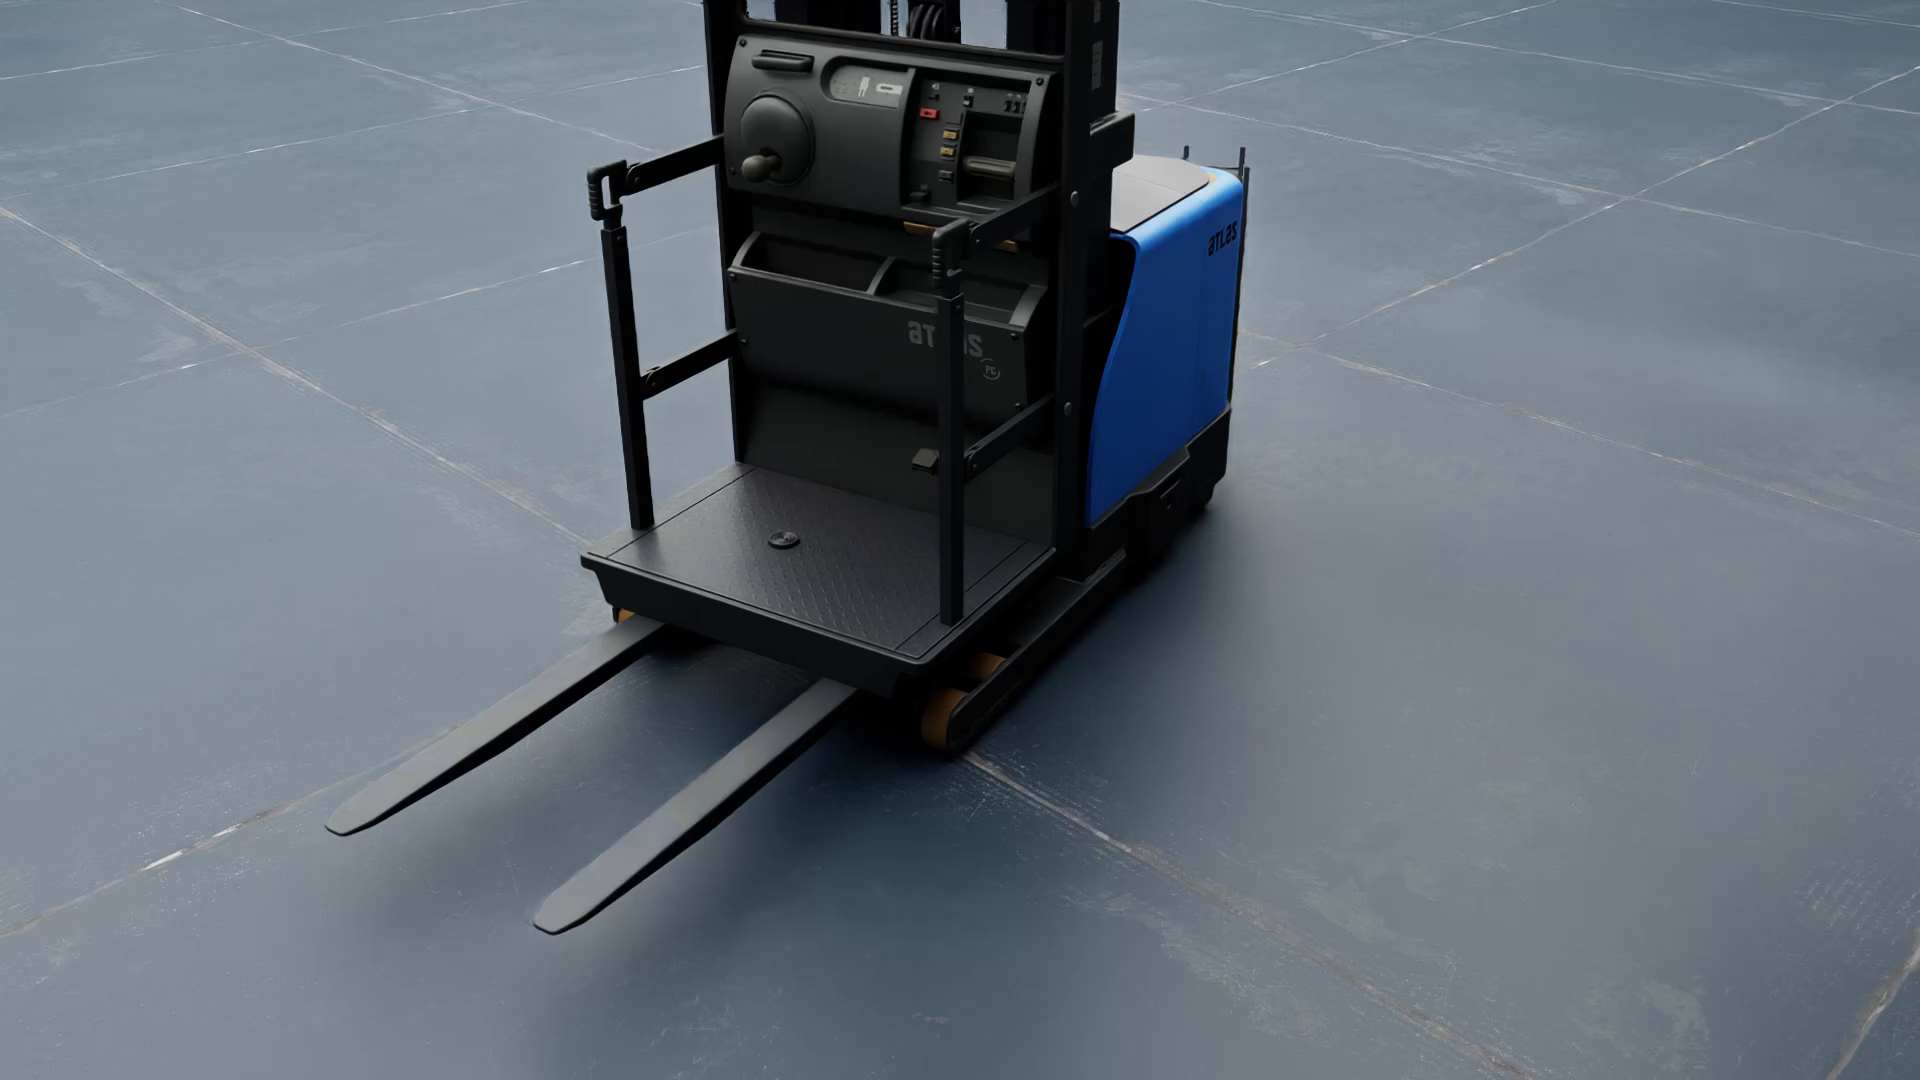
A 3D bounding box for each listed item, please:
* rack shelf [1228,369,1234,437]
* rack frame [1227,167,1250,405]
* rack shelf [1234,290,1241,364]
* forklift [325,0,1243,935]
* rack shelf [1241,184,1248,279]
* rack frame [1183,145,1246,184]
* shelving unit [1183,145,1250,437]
[{"bbox_3d":[0.823,-0.512,5.716,0.215,0.259,0.240,3,28,5],"label":"rack shelf"},{"bbox_3d":[0.811,-0.711,5.475,0.200,1.050,0.008,3,28,5],"label":"rack frame"},{"bbox_3d":[0.823,-0.758,5.587,0.215,0.259,0.240,3,28,5],"label":"rack shelf"},{"bbox_3d":[-0.308,-1.004,4.010,1.130,2.935,3.031,16,32,27],"label":"forklift"},{"bbox_3d":[0.823,-1.010,5.455,0.215,0.259,0.240,3,28,5],"label":"rack shelf"},{"bbox_3d":[0.834,-0.824,5.690,0.200,1.050,0.008,3,28,5],"label":"rack frame"},{"bbox_3d":[0.823,-0.768,5.582,0.215,1.050,0.252,3,28,5],"label":"shelving unit"}]
